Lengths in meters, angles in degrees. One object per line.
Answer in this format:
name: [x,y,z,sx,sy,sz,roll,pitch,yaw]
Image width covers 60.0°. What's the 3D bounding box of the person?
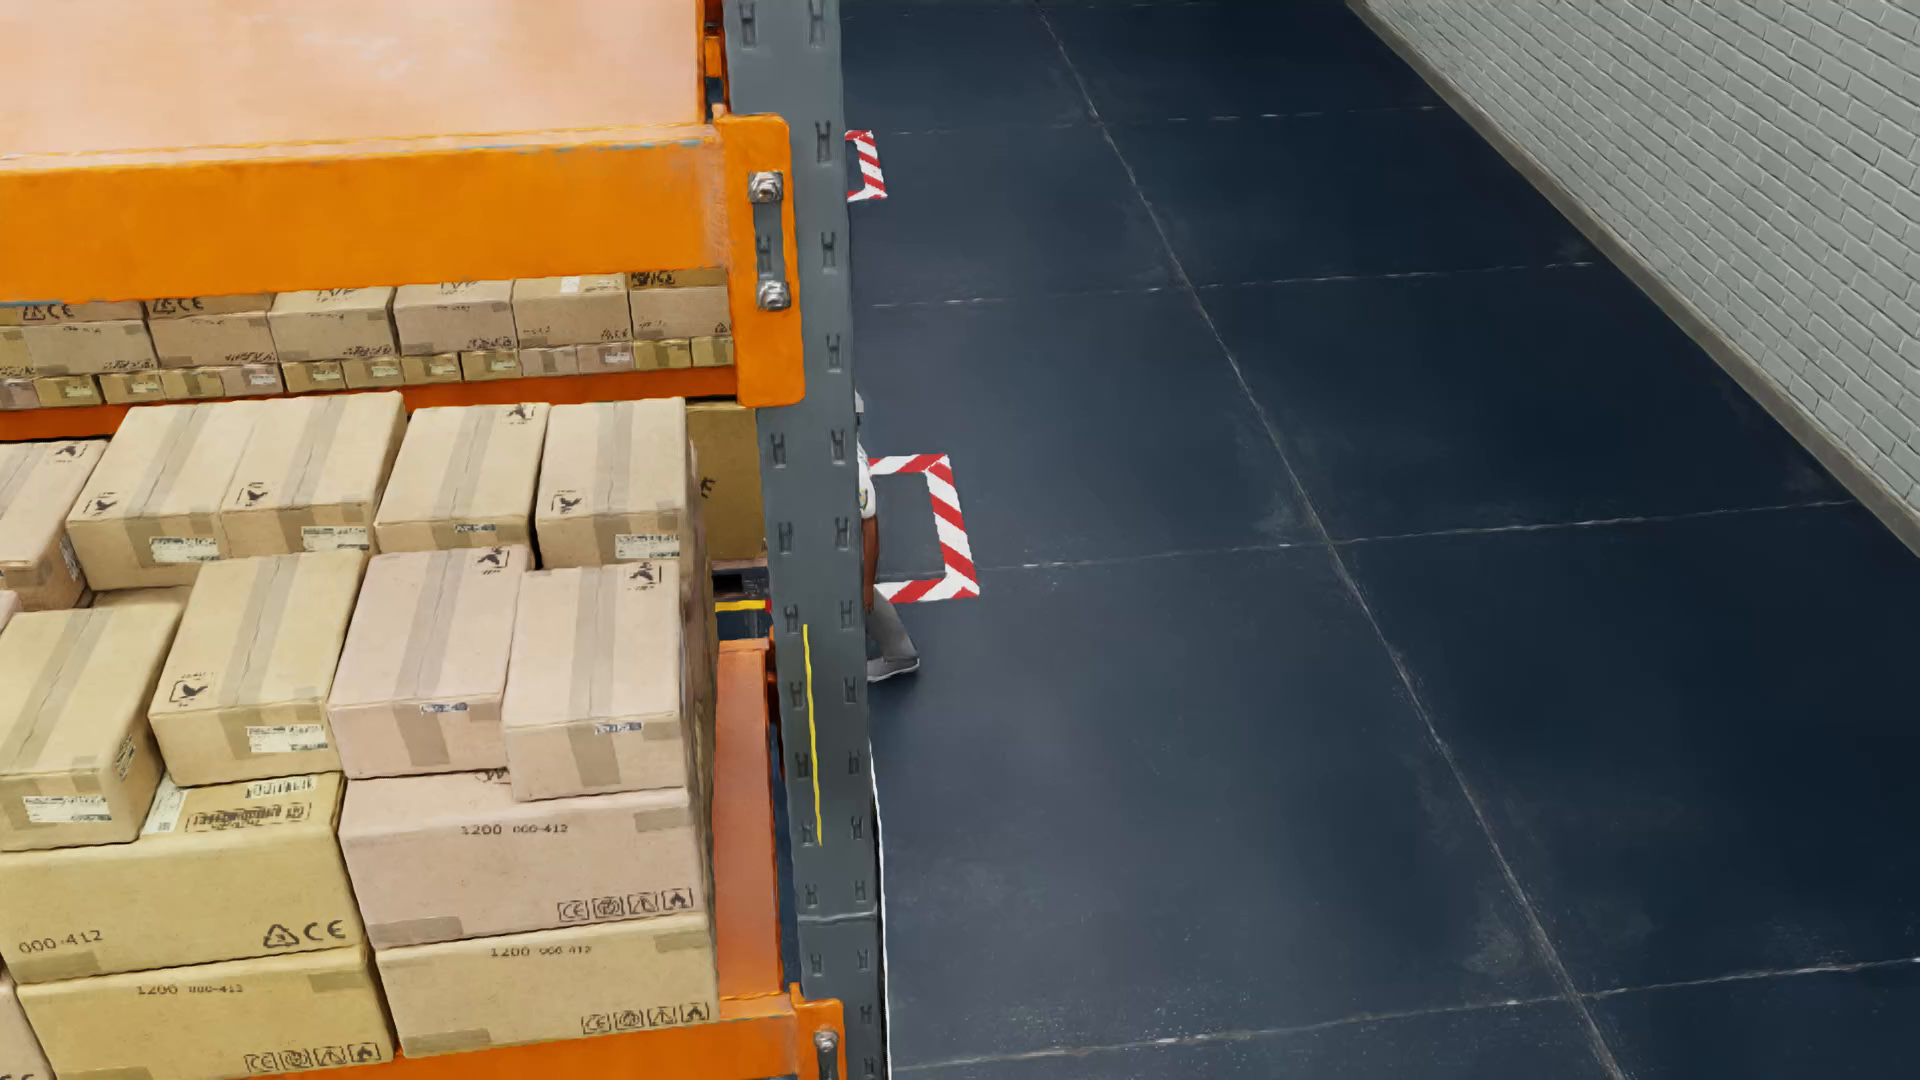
person: [-0.619,0.055,7.186,0.945,1.643,0.576,-11,36,-15]
